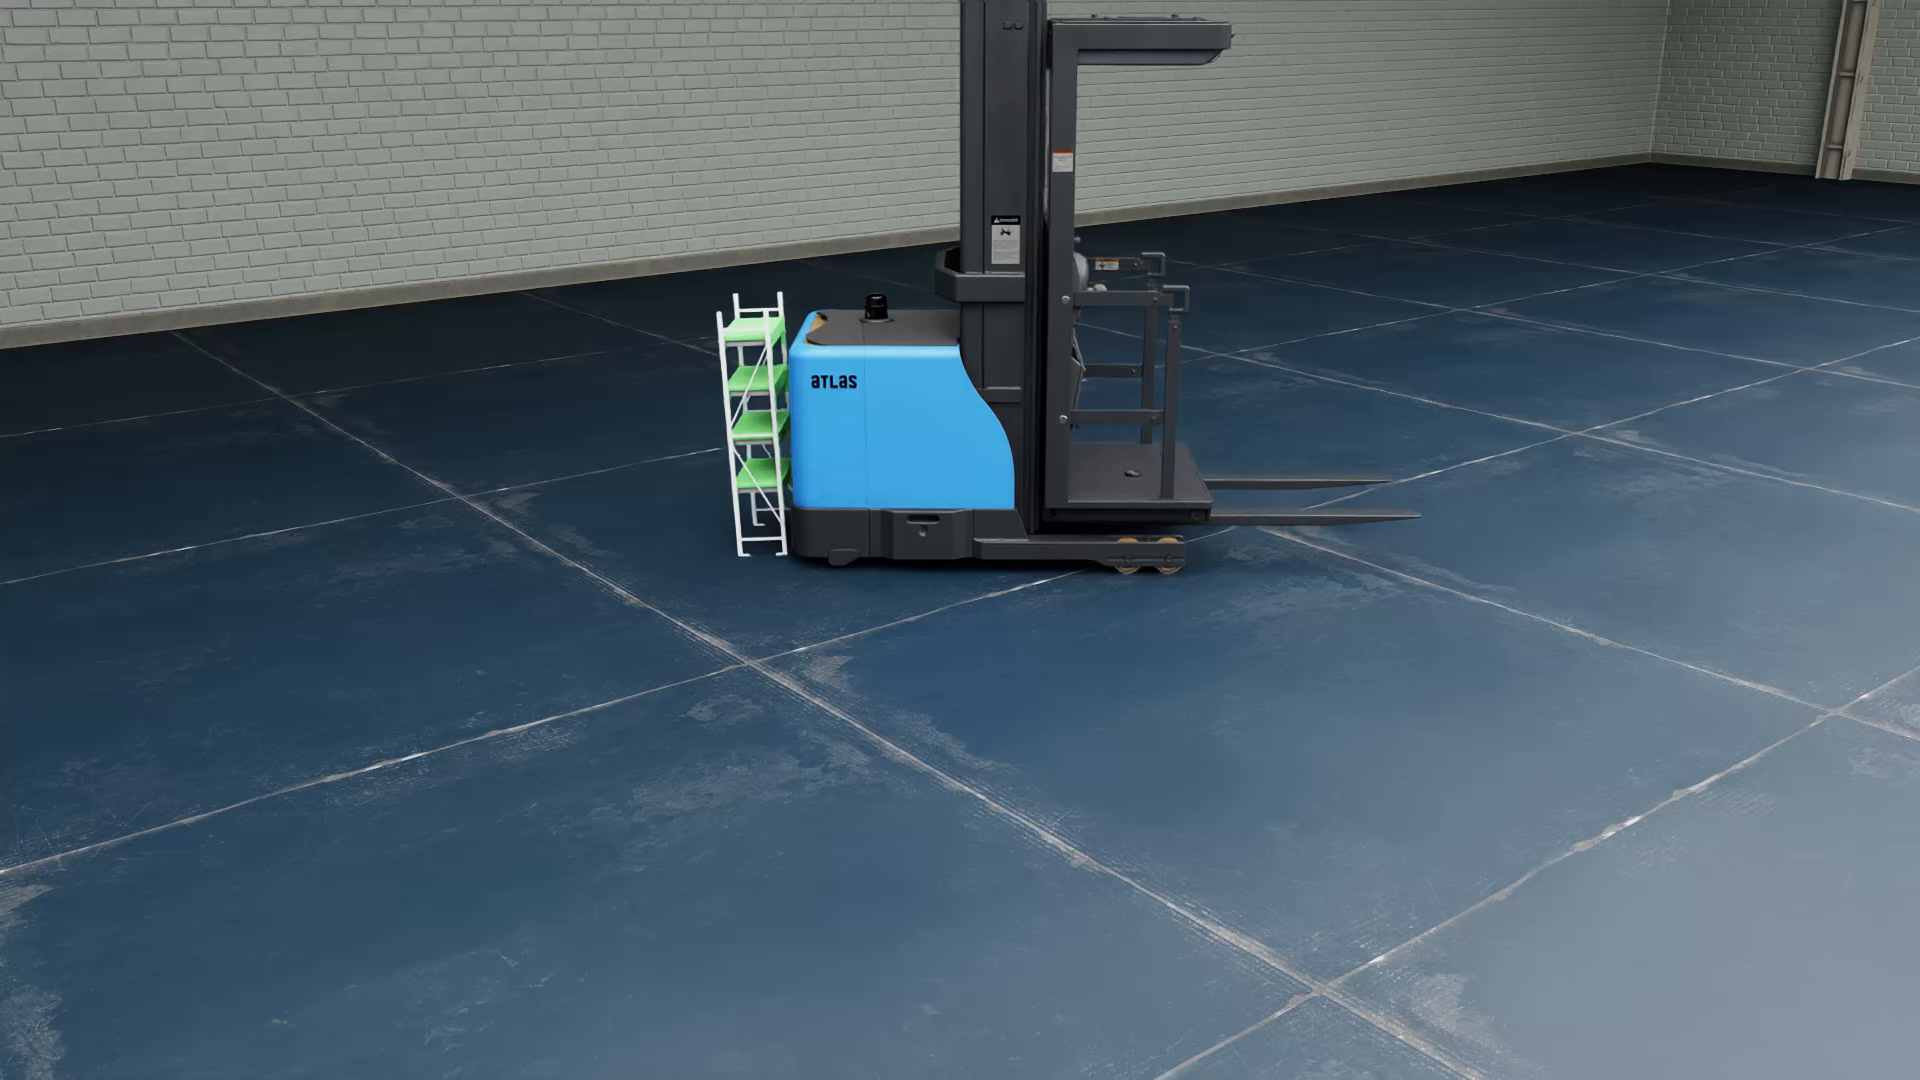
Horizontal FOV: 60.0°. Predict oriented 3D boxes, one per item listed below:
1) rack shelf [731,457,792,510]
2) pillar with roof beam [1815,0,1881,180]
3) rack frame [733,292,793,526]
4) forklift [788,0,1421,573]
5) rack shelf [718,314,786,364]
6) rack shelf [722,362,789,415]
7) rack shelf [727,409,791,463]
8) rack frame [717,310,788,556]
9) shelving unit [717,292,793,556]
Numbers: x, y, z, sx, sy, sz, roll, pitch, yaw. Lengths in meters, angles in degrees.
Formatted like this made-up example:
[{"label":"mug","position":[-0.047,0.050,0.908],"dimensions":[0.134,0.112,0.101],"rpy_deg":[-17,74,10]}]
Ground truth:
[{"label":"rack shelf","position":[-0.968,-0.285,8.261],"dimensions":[0.258,0.148,0.480],"rpy_deg":[-2,18,2]},{"label":"pillar with roof beam","position":[9.423,-8.733,20.420],"dimensions":[9.100,9.000,0.400],"rpy_deg":[-14,23,-36]},{"label":"rack frame","position":[-0.973,-0.650,8.398],"dimensions":[0.240,1.200,0.015],"rpy_deg":[-2,18,2]},{"label":"forklift","position":[0.710,-1.402,7.935],"dimensions":[3.031,2.935,1.130],"rpy_deg":[0,18,0]},{"label":"rack shelf","position":[-0.999,-0.968,8.036],"dimensions":[0.258,0.148,0.480],"rpy_deg":[-2,18,2]},{"label":"rack shelf","position":[-0.988,-0.740,8.111],"dimensions":[0.258,0.148,0.480],"rpy_deg":[-2,18,2]},{"label":"rack shelf","position":[-0.978,-0.512,8.186],"dimensions":[0.258,0.148,0.480],"rpy_deg":[-2,18,2]},{"label":"rack frame","position":[-0.988,-0.496,7.935],"dimensions":[0.240,1.200,0.015],"rpy_deg":[-2,18,2]},{"label":"shelving unit","position":[-0.981,-0.573,8.166],"dimensions":[0.258,1.200,0.503],"rpy_deg":[-2,18,2]}]
